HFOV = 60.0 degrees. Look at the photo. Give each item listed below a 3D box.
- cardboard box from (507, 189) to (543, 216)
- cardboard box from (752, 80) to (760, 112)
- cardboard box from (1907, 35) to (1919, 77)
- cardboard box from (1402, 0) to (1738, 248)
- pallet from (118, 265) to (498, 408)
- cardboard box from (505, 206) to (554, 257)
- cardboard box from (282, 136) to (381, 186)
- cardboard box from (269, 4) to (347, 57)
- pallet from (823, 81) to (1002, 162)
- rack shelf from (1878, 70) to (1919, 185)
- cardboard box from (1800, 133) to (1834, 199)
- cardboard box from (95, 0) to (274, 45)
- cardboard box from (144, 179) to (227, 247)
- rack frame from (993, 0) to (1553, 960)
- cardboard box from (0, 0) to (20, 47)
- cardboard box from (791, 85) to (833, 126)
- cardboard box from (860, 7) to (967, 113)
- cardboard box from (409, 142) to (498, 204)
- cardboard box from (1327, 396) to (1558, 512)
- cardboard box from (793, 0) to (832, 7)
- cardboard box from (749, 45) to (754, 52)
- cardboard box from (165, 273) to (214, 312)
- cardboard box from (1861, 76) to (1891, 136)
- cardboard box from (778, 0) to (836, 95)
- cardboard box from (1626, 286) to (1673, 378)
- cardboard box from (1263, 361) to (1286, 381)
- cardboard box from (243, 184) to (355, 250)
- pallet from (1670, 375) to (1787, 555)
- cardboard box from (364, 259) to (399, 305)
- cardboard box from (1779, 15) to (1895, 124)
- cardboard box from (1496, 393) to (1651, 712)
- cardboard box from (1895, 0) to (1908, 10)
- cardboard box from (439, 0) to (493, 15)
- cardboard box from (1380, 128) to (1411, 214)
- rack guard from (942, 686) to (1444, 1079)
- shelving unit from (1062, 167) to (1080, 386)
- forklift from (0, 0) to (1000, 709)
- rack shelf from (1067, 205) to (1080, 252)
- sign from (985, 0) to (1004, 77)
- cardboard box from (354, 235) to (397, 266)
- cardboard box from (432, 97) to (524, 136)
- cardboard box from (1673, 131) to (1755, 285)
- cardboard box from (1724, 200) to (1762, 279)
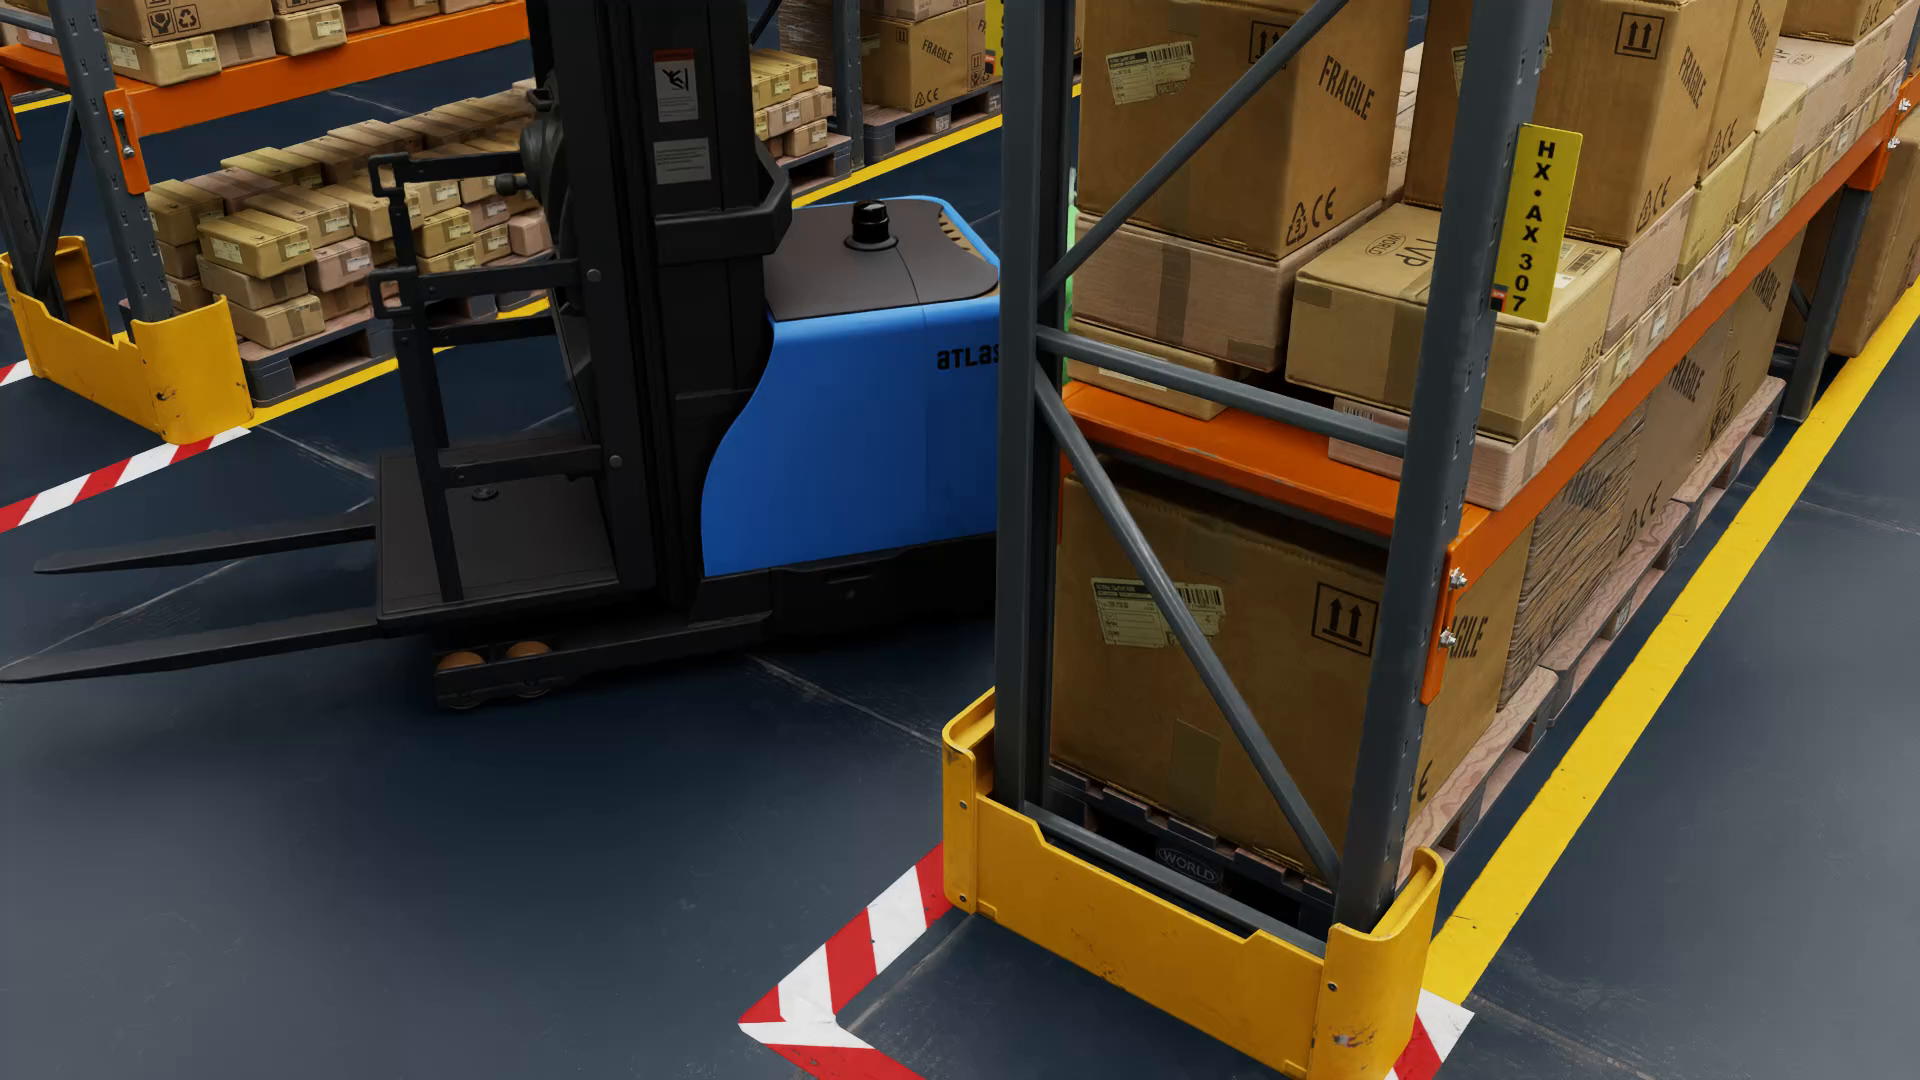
[{"bbox_3d":[-2.113,-1.625,7.642,0.380,0.149,0.250,23,38,34],"label":"cardboard box"},{"bbox_3d":[-1.238,-2.249,8.404,0.380,0.149,0.250,21,36,31],"label":"cardboard box"},{"bbox_3d":[3.407,-2.069,6.200,0.500,0.500,0.500,21,37,31],"label":"cardboard box"},{"bbox_3d":[1.322,-0.991,3.600,0.500,0.500,0.500,20,36,30],"label":"cardboard box"},{"bbox_3d":[-2.813,-1.008,7.244,1.003,0.211,1.213,21,37,31],"label":"pallet"},{"bbox_3d":[-2.030,-1.438,7.619,0.380,0.149,0.250,19,36,29],"label":"cardboard box"},{"bbox_3d":[-2.801,-1.675,7.435,0.380,0.149,0.250,20,36,29],"label":"cardboard box"},{"bbox_3d":[-2.595,-1.989,6.410,0.380,0.149,0.250,20,36,30],"label":"cardboard box"},{"bbox_3d":[-0.494,-2.600,9.931,1.003,0.211,1.213,21,37,31],"label":"pallet"},{"bbox_3d":[4.137,-2.419,7.595,1.077,0.370,4.000,21,37,31],"label":"rack shelf"},{"bbox_3d":[2.386,-1.164,5.019,0.380,0.149,0.250,22,37,32],"label":"cardboard box"},{"bbox_3d":[-2.886,-2.126,6.005,0.500,0.500,0.500,23,38,33],"label":"cardboard box"},{"bbox_3d":[-3.260,-1.361,6.905,0.380,0.149,0.250,22,37,32],"label":"cardboard box"},{"bbox_3d":[0.516,-0.290,3.297,1.000,3.000,0.127,21,37,31],"label":"rack frame"},{"bbox_3d":[-5.975,-3.458,10.743,0.875,0.438,0.875,20,36,30],"label":"cardboard box"},{"bbox_3d":[-0.900,-2.339,8.848,0.380,0.149,0.250,22,37,32],"label":"cardboard box"},{"bbox_3d":[-0.306,-2.807,9.584,0.500,0.500,0.500,23,37,33],"label":"cardboard box"},{"bbox_3d":[-2.207,-1.624,7.349,0.380,0.149,0.250,23,37,33],"label":"cardboard box"},{"bbox_3d":[0.993,-0.224,3.433,0.380,0.149,0.250,22,37,32],"label":"cardboard box"},{"bbox_3d":[-0.715,-3.292,9.666,0.500,0.250,0.500,20,36,30],"label":"cardboard box"},{"bbox_3d":[-1.336,-2.617,9.025,0.380,0.149,0.250,23,38,33],"label":"cardboard box"},{"bbox_3d":[-3.226,-1.090,7.031,0.380,0.149,0.250,22,37,32],"label":"cardboard box"},{"bbox_3d":[2.852,-1.478,5.548,0.380,0.149,0.250,22,37,32],"label":"cardboard box"},{"bbox_3d":[-0.717,-2.967,9.854,0.500,0.500,0.500,20,36,30],"label":"cardboard box"},{"bbox_3d":[1.458,-0.540,3.965,0.380,0.149,0.250,20,36,31],"label":"cardboard box"},{"bbox_3d":[0.624,-0.534,3.955,0.380,0.149,0.250,22,37,32],"label":"cardboard box"},{"bbox_3d":[-2.720,-1.325,6.844,0.380,0.149,0.250,22,37,32],"label":"cardboard box"},{"bbox_3d":[2.409,-0.431,6.270,1.003,0.211,1.213,21,37,31],"label":"pallet"},{"bbox_3d":[-2.569,-1.161,7.151,0.380,0.149,0.250,22,37,32],"label":"cardboard box"},{"bbox_3d":[2.562,-1.508,5.207,0.500,0.250,0.500,22,37,33],"label":"cardboard box"},{"bbox_3d":[1.387,-0.211,4.836,0.875,0.875,0.875,21,37,31],"label":"cardboard box"},{"bbox_3d":[2.866,-2.032,5.357,0.500,0.500,0.500,22,37,33],"label":"cardboard box"},{"bbox_3d":[-2.193,-2.331,6.987,0.380,0.149,0.250,20,36,30],"label":"cardboard box"},{"bbox_3d":[0.903,-0.838,4.077,0.500,0.250,0.500,20,36,30],"label":"cardboard box"},{"bbox_3d":[0.501,0.795,3.918,1.175,0.500,0.348,21,37,31],"label":"rack guard"},{"bbox_3d":[0.381,-0.566,5.528,0.258,1.200,0.503,11,32,18],"label":"shelving unit"},{"bbox_3d":[-1.342,-1.063,4.669,3.031,2.935,1.130,-9,32,-15],"label":"forklift"},{"bbox_3d":[0.381,-0.924,5.316,0.258,0.148,0.480,11,32,18],"label":"rack shelf"},{"bbox_3d":[0.091,-1.062,3.232,0.100,0.325,0.005,21,37,31],"label":"sign"},{"bbox_3d":[-2.569,-1.294,7.084,0.380,0.149,0.250,22,37,32],"label":"cardboard box"},{"bbox_3d":[-2.300,-1.990,7.966,0.380,0.149,0.250,21,37,32],"label":"cardboard box"},{"bbox_3d":[1.635,-0.882,4.151,0.500,0.250,0.500,20,36,30],"label":"cardboard box"},{"bbox_3d":[1.920,-0.850,4.489,0.380,0.149,0.250,20,36,30],"label":"cardboard box"}]
